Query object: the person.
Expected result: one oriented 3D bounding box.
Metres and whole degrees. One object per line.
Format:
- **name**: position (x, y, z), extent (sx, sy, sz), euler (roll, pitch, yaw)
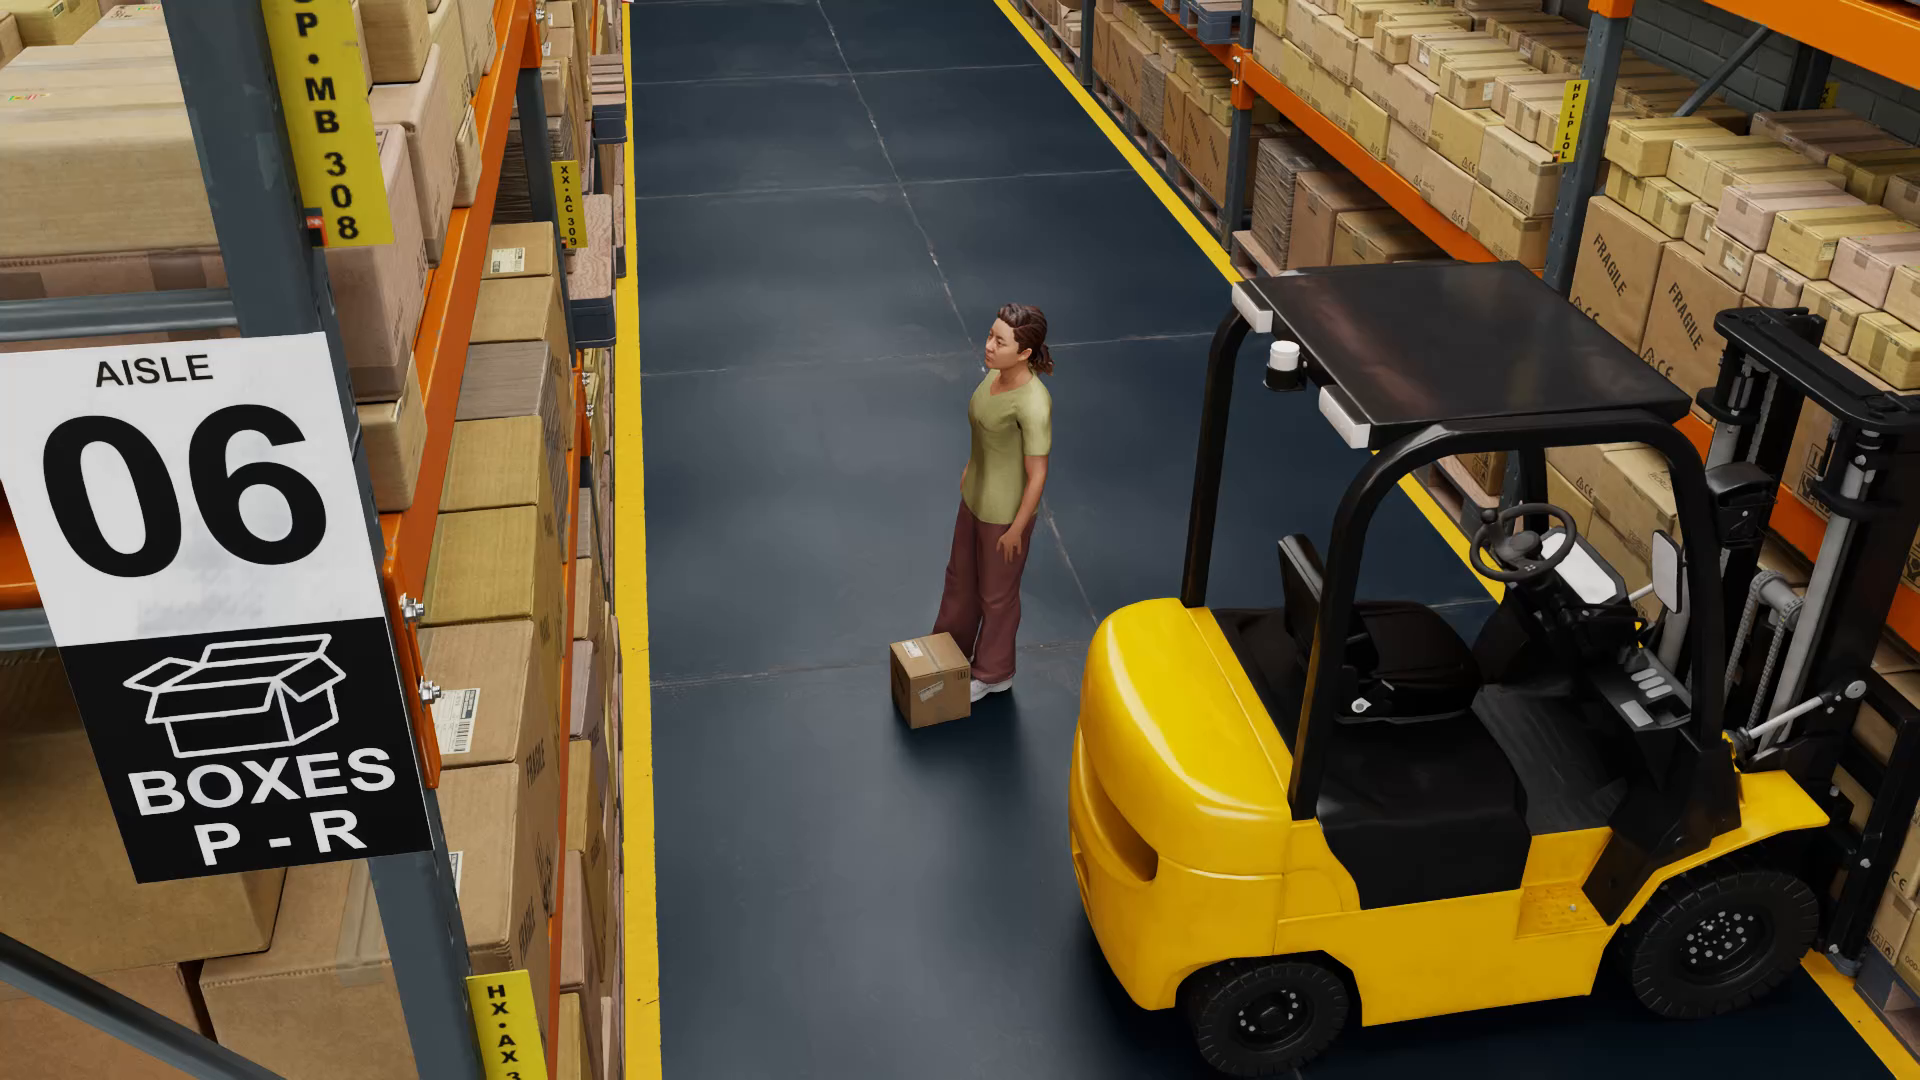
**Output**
- **person**: position (0.077, -0.116, 6.310), extent (0.549, 1.676, 0.554), euler (-10, 32, -15)
